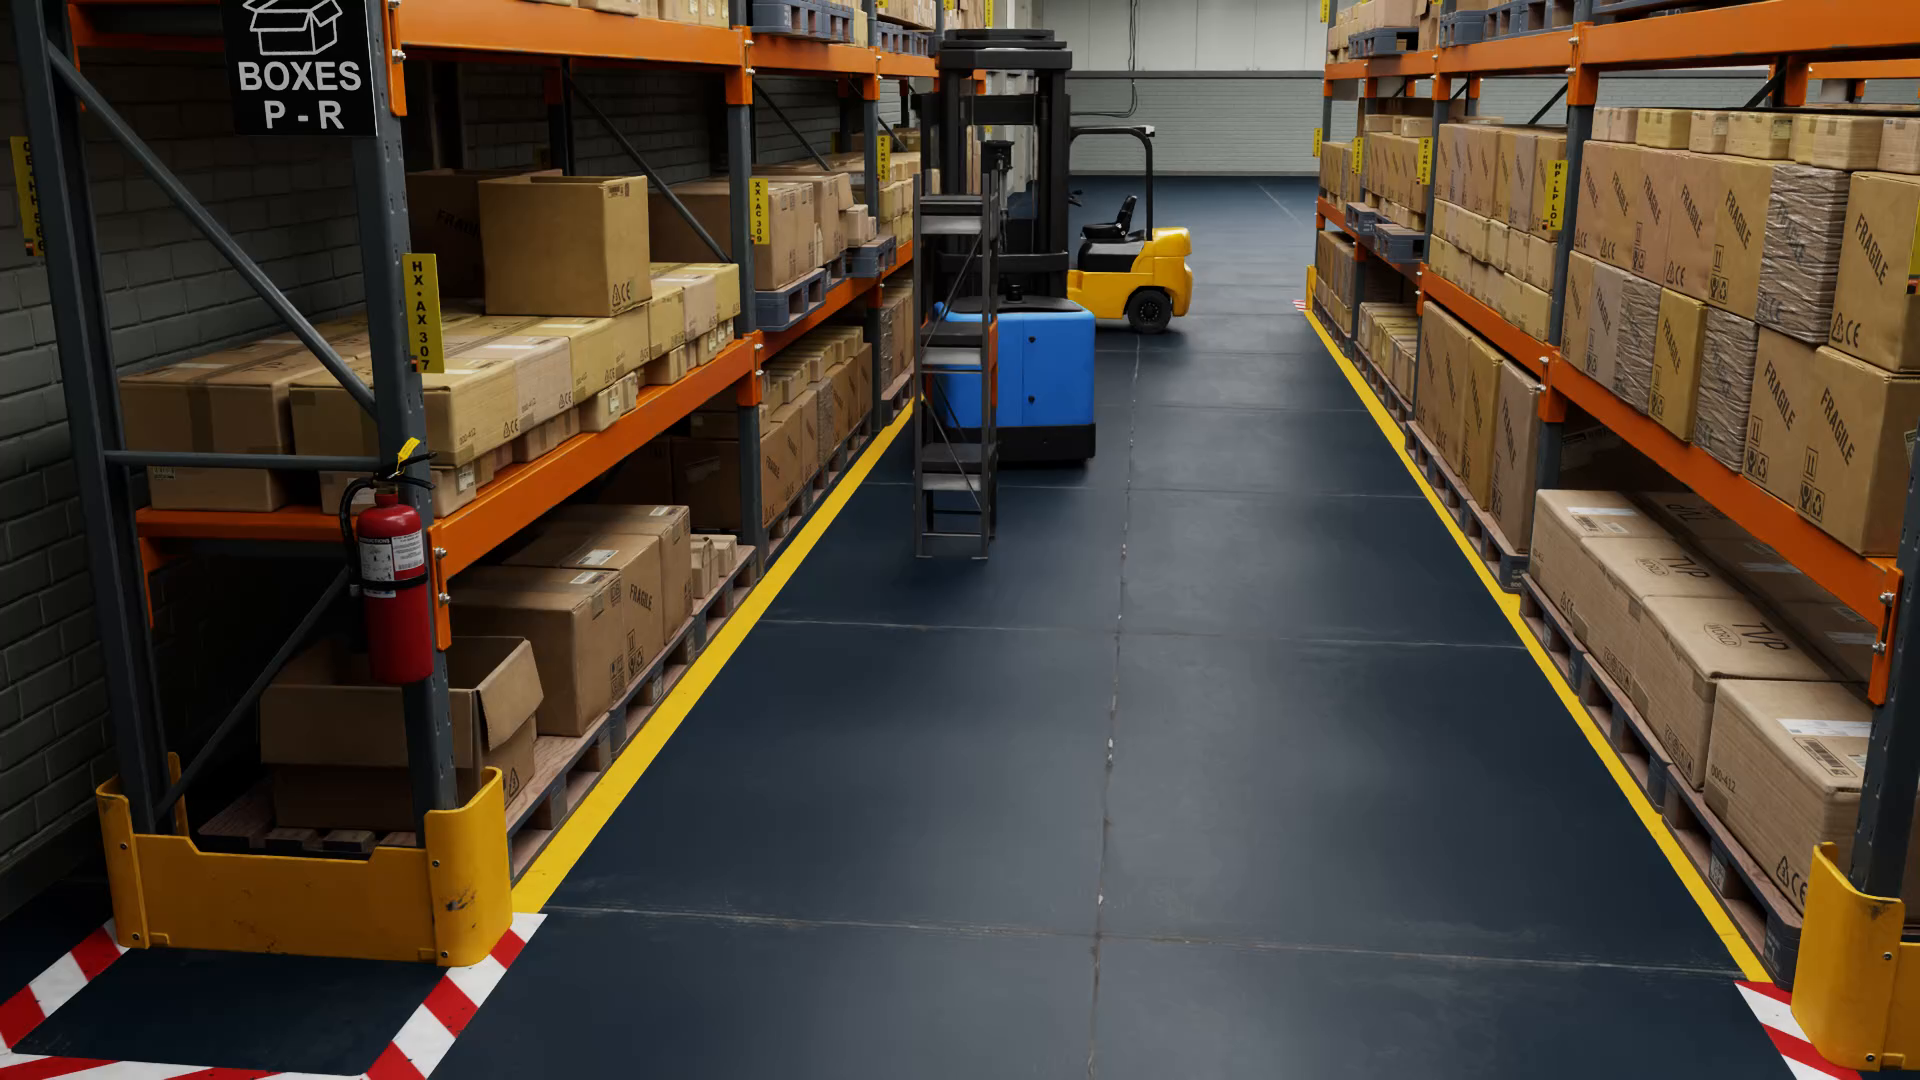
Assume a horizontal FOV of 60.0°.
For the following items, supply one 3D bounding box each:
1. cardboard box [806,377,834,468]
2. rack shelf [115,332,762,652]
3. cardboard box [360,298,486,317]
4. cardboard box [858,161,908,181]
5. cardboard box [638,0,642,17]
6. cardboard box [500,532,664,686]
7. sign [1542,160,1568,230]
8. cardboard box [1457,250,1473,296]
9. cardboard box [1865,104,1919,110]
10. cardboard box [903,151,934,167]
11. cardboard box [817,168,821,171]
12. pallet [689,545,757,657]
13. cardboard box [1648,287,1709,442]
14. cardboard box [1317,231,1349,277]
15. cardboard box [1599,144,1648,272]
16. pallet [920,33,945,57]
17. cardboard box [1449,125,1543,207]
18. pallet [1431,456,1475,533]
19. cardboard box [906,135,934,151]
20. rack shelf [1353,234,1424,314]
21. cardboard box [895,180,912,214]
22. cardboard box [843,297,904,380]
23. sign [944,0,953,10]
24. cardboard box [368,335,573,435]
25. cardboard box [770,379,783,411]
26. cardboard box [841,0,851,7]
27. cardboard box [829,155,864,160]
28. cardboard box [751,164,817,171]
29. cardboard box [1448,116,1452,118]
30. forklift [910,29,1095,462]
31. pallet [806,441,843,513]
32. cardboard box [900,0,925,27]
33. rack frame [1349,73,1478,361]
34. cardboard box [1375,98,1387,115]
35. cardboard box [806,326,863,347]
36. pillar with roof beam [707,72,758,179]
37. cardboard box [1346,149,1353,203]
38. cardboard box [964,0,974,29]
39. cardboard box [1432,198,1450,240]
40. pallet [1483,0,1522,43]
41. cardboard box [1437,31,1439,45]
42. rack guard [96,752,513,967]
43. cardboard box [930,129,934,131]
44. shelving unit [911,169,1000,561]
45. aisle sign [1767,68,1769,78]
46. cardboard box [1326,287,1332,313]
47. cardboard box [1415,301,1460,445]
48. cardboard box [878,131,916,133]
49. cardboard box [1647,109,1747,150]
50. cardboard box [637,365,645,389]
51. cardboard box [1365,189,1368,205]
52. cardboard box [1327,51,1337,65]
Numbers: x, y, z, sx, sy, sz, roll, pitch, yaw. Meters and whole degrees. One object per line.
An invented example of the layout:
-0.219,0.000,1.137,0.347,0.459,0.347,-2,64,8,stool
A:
-1.101,-0.769,10.745,0.500,0.500,0.500,1,15,4,cardboard box
-1.781,-0.386,6.723,1.077,0.370,4.000,2,15,6,rack shelf
-2.039,-0.811,6.632,0.500,0.250,0.500,2,15,6,cardboard box
-0.640,-3.060,13.799,0.380,0.149,0.250,2,15,7,cardboard box
-1.486,-2.147,6.590,0.380,0.149,0.250,2,15,7,cardboard box
-1.549,0.278,6.870,0.500,0.500,0.500,2,15,7,cardboard box
2.837,-1.641,7.919,0.100,0.325,0.005,2,15,6,sign
3.418,-1.683,10.428,0.500,0.250,0.500,2,15,8,cardboard box
9.232,-3.897,15.971,0.875,0.550,0.550,2,15,6,cardboard box
-0.355,-3.764,16.400,0.380,0.149,0.250,1,15,5,cardboard box
-1.268,-2.742,12.620,0.380,0.149,0.250,2,15,8,cardboard box
-1.634,0.272,8.253,1.003,0.211,1.213,2,15,6,pallet
2.883,-0.649,6.123,0.500,0.500,0.500,2,15,8,cardboard box
4.363,-3.250,18.960,0.500,0.500,0.500,1,15,4,cardboard box
3.020,-1.391,6.953,0.500,0.500,0.500,1,15,6,cardboard box
-0.582,-4.955,16.662,1.003,0.211,1.213,2,15,6,pallet
3.484,-2.426,10.780,0.500,0.500,0.500,2,15,6,cardboard box
3.525,-0.281,10.296,1.003,0.211,1.213,2,15,6,pallet
-0.322,-3.906,16.358,0.380,0.149,0.250,2,15,7,cardboard box
4.054,-2.316,13.859,1.077,0.370,4.000,2,15,6,rack shelf
-0.676,-2.832,13.718,0.500,0.250,0.500,1,15,5,cardboard box
-0.954,-1.677,13.864,0.875,0.625,0.625,2,15,8,cardboard box
-0.112,-5.163,15.671,0.100,0.325,0.005,2,15,6,sign
-1.631,-0.527,5.581,0.500,0.250,0.500,2,15,7,cardboard box
-1.261,-0.859,9.835,0.380,0.149,0.250,1,15,5,cardboard box
-0.953,-3.692,11.347,0.380,0.149,0.250,1,15,5,cardboard box
-1.025,-3.404,15.071,0.380,0.149,0.250,2,15,6,cardboard box
-1.317,-2.412,11.840,0.500,0.500,0.500,2,15,9,cardboard box
4.387,-3.584,14.362,0.380,0.149,0.250,1,15,5,cardboard box
0.218,-2.280,12.478,1.130,2.935,3.031,-2,15,-8,forklift
-1.366,-0.436,10.869,1.003,0.211,1.213,2,15,6,pallet
-0.579,-4.589,14.316,0.500,0.311,0.500,1,15,4,cardboard box
4.280,-3.182,15.684,1.000,3.000,0.127,2,15,6,rack frame
4.676,-4.364,17.376,0.700,0.500,0.500,2,15,6,cardboard box
-0.908,-1.464,12.070,0.380,0.149,0.250,1,15,4,cardboard box
2.425,-5.424,12.481,9.100,9.000,0.400,2,15,6,pillar with roof beam
4.134,-3.630,16.580,0.500,0.500,0.500,2,15,8,cardboard box
-0.224,-5.727,18.162,0.700,0.500,0.500,2,15,7,cardboard box
3.526,-2.189,11.342,0.500,0.250,0.500,2,15,6,cardboard box
3.685,-3.043,9.784,1.003,0.211,1.213,2,15,9,pallet
3.675,-3.624,12.053,0.380,0.149,0.250,2,15,6,cardboard box
-1.998,0.972,5.110,1.175,0.500,0.348,2,15,6,rack guard
-0.134,-4.575,18.830,0.380,0.149,0.250,2,15,7,cardboard box
-0.019,-0.971,9.229,0.431,2.100,0.503,2,15,6,shelving unit
9.371,-5.382,18.839,0.394,0.787,0.004,2,15,6,aisle sign
4.251,-2.620,18.067,0.500,0.250,0.500,3,15,10,cardboard box
3.668,-1.145,11.416,0.875,0.875,0.875,2,15,6,cardboard box
-0.681,-4.320,17.888,0.380,0.149,0.250,2,15,8,cardboard box
2.936,-1.612,6.527,0.380,0.149,0.250,1,15,5,cardboard box
-1.551,-0.707,7.011,0.380,0.149,0.250,2,15,7,cardboard box
3.904,-3.130,15.166,0.380,0.149,0.250,2,15,7,cardboard box
4.371,-5.470,18.879,0.380,0.149,0.250,2,15,6,cardboard box
